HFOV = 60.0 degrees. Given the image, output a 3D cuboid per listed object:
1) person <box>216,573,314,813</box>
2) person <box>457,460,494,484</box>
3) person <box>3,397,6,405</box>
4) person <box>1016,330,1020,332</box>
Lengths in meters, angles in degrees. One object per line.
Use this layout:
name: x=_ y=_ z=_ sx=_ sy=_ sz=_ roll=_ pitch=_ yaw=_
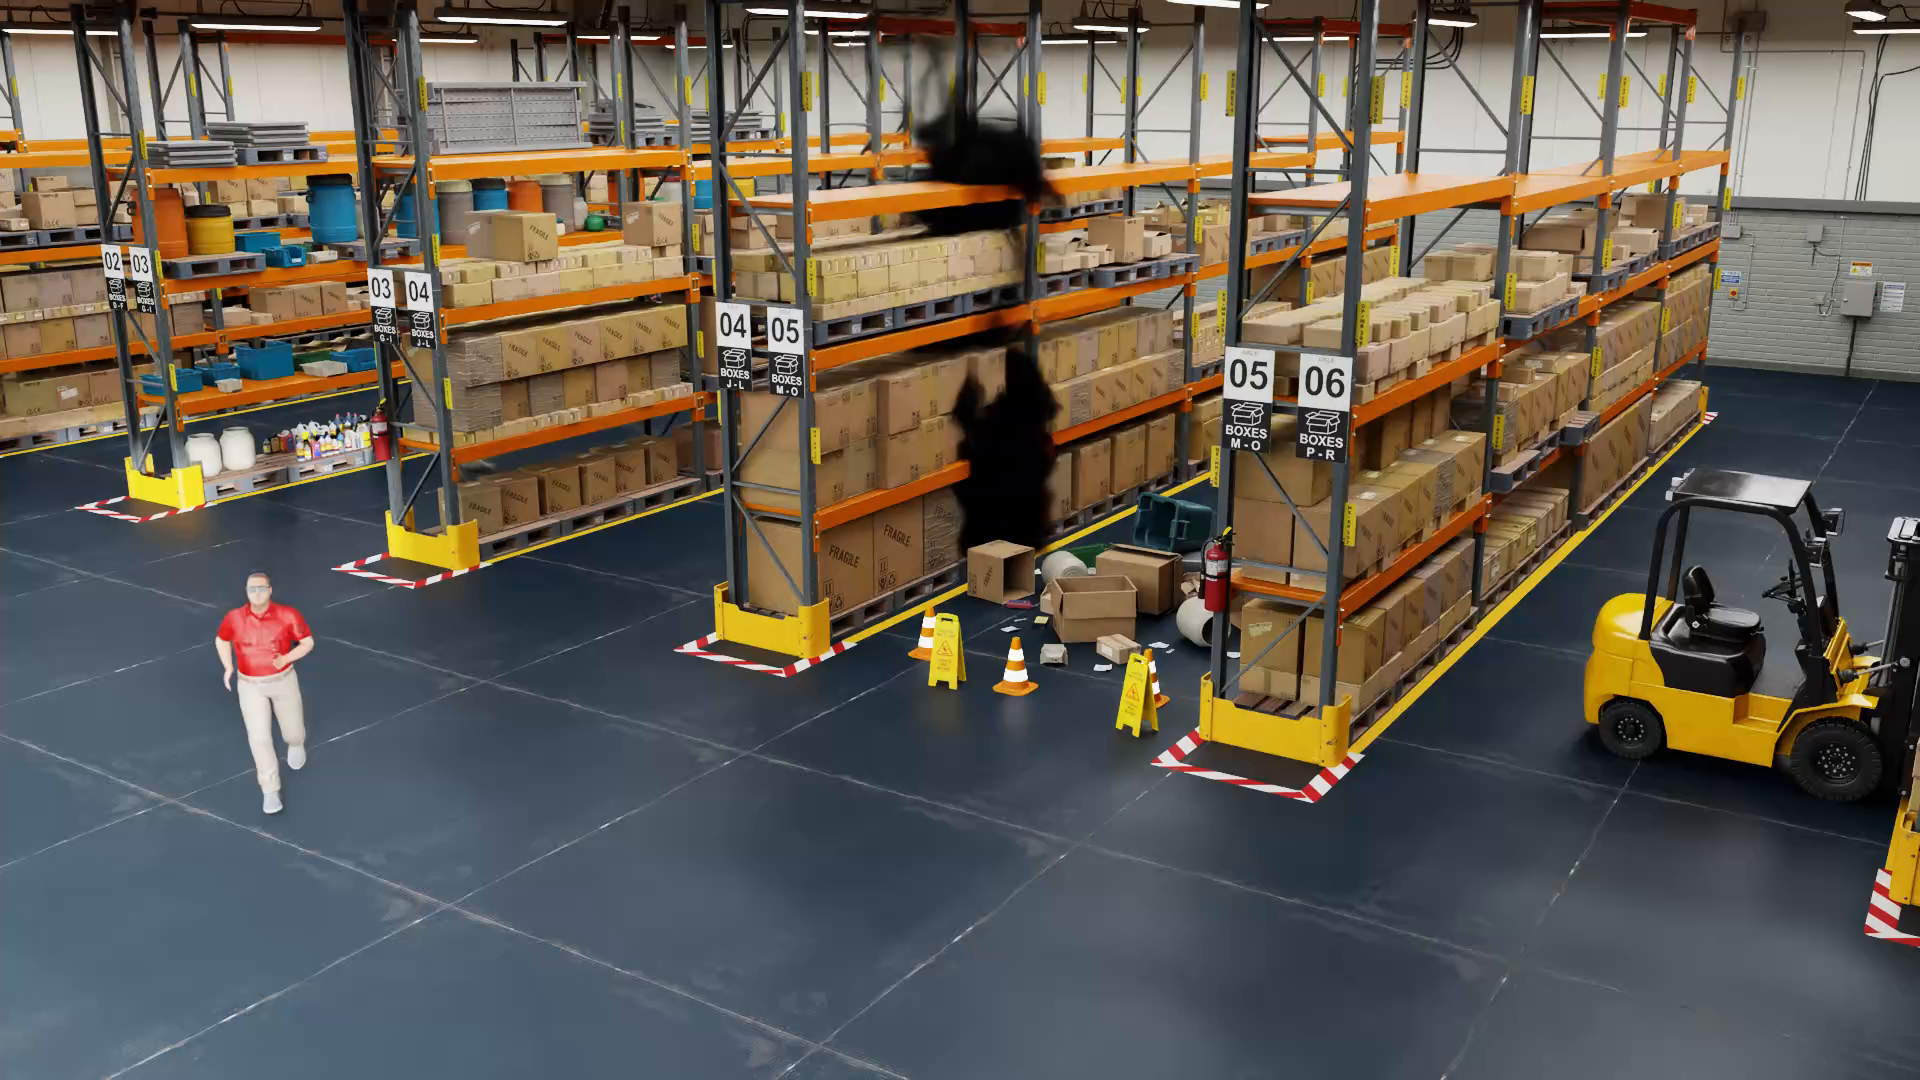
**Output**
person: x=-5.079 y=1.063 z=12.217 sx=0.676 sy=1.694 sz=0.894 roll=-5 pitch=16 yaw=-18
person: x=-6.246 y=-1.394 z=20.997 sx=0.664 sy=1.728 sz=0.645 roll=7 pitch=17 yaw=22
person: x=-14.786 y=-2.493 z=25.236 sx=0.548 sy=1.568 sz=0.805 roll=7 pitch=17 yaw=23
person: x=0.805 y=-1.943 z=22.213 sx=0.643 sy=1.727 sz=0.614 roll=11 pitch=19 yaw=33
